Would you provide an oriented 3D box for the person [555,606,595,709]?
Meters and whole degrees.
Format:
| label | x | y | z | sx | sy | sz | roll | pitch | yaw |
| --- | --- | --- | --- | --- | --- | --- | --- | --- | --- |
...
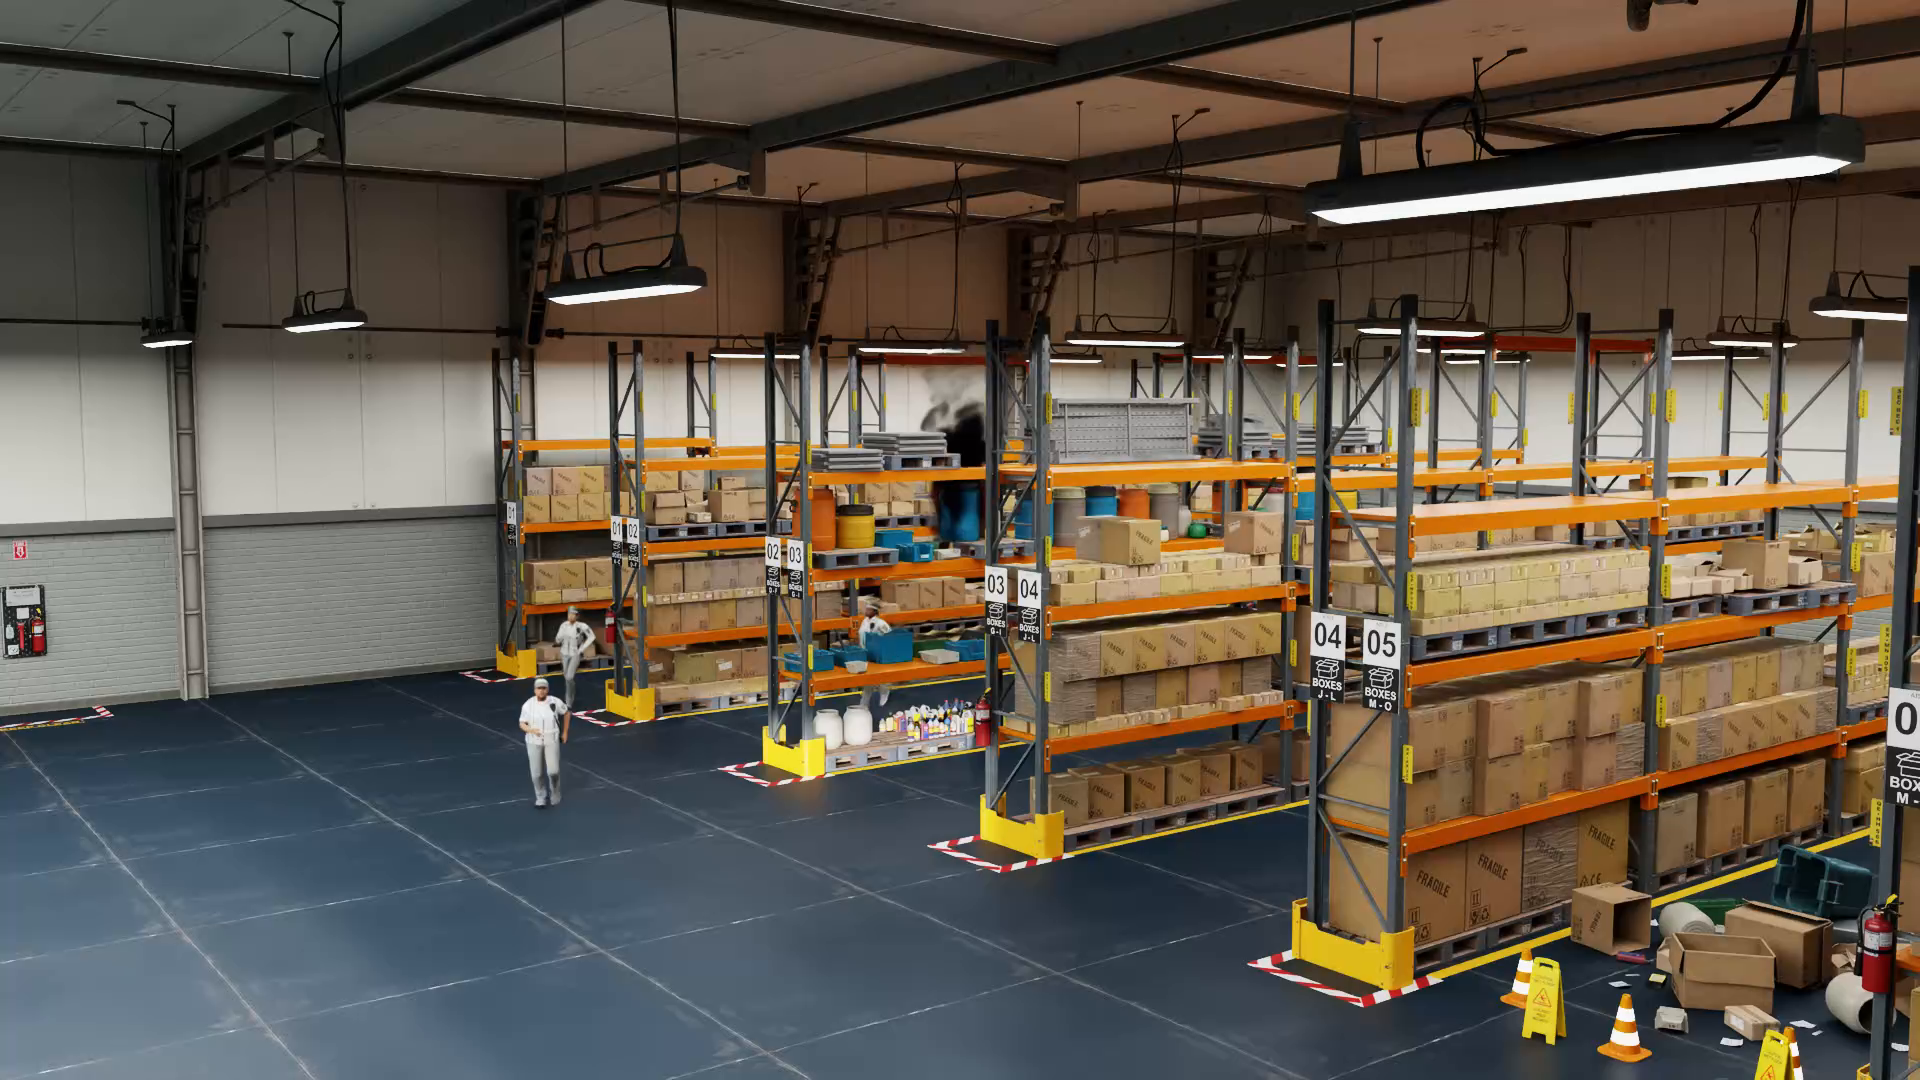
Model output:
| label | x | y | z | sx | sy | sz | roll | pitch | yaw |
| --- | --- | --- | --- | --- | --- | --- | --- | --- | --- |
| person | -6.367 | 1.935 | 27.375 | 0.610 | 1.740 | 0.703 | 1 | 5 | 16 |

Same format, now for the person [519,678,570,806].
| label | x | y | z | sx | sy | sz | roll | pitch | yaw |
| --- | --- | --- | --- | --- | --- | --- | --- | --- | --- |
| person | -5.160 | 2.526 | 20.672 | 0.612 | 1.619 | 0.616 | -1 | 5 | -12 |

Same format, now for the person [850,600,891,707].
| label | x | y | z | sx | sy | sz | roll | pitch | yaw |
| --- | --- | --- | --- | --- | --- | --- | --- | --- | --- |
| person | -1.366 | 1.783 | 25.758 | 0.772 | 1.708 | 0.579 | -5 | 7 | -43 |
